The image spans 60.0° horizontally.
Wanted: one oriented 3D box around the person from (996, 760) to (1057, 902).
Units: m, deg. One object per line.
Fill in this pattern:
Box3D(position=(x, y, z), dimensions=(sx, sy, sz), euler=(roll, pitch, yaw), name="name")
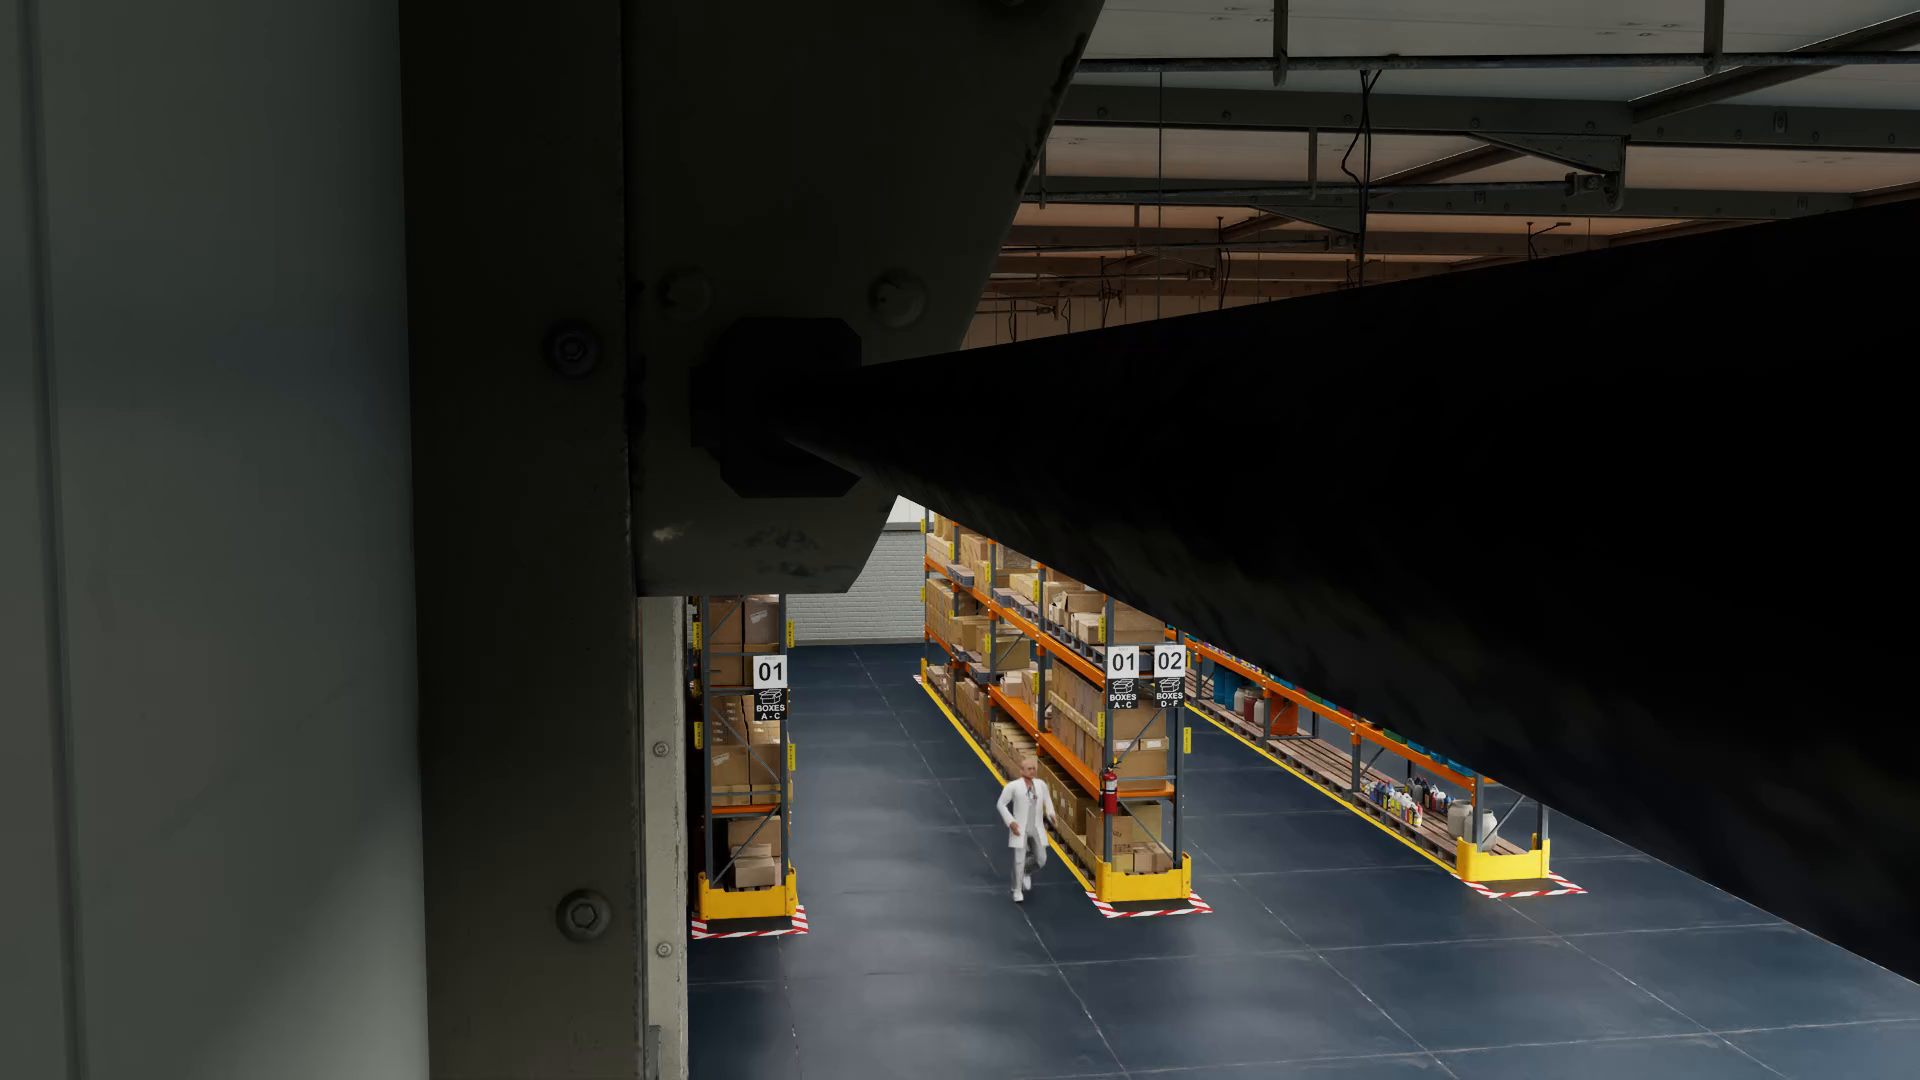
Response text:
Box3D(position=(0.837, 3.634, 20.895), dimensions=(0.770, 1.738, 0.588), euler=(-2, 5, -17), name="person")
